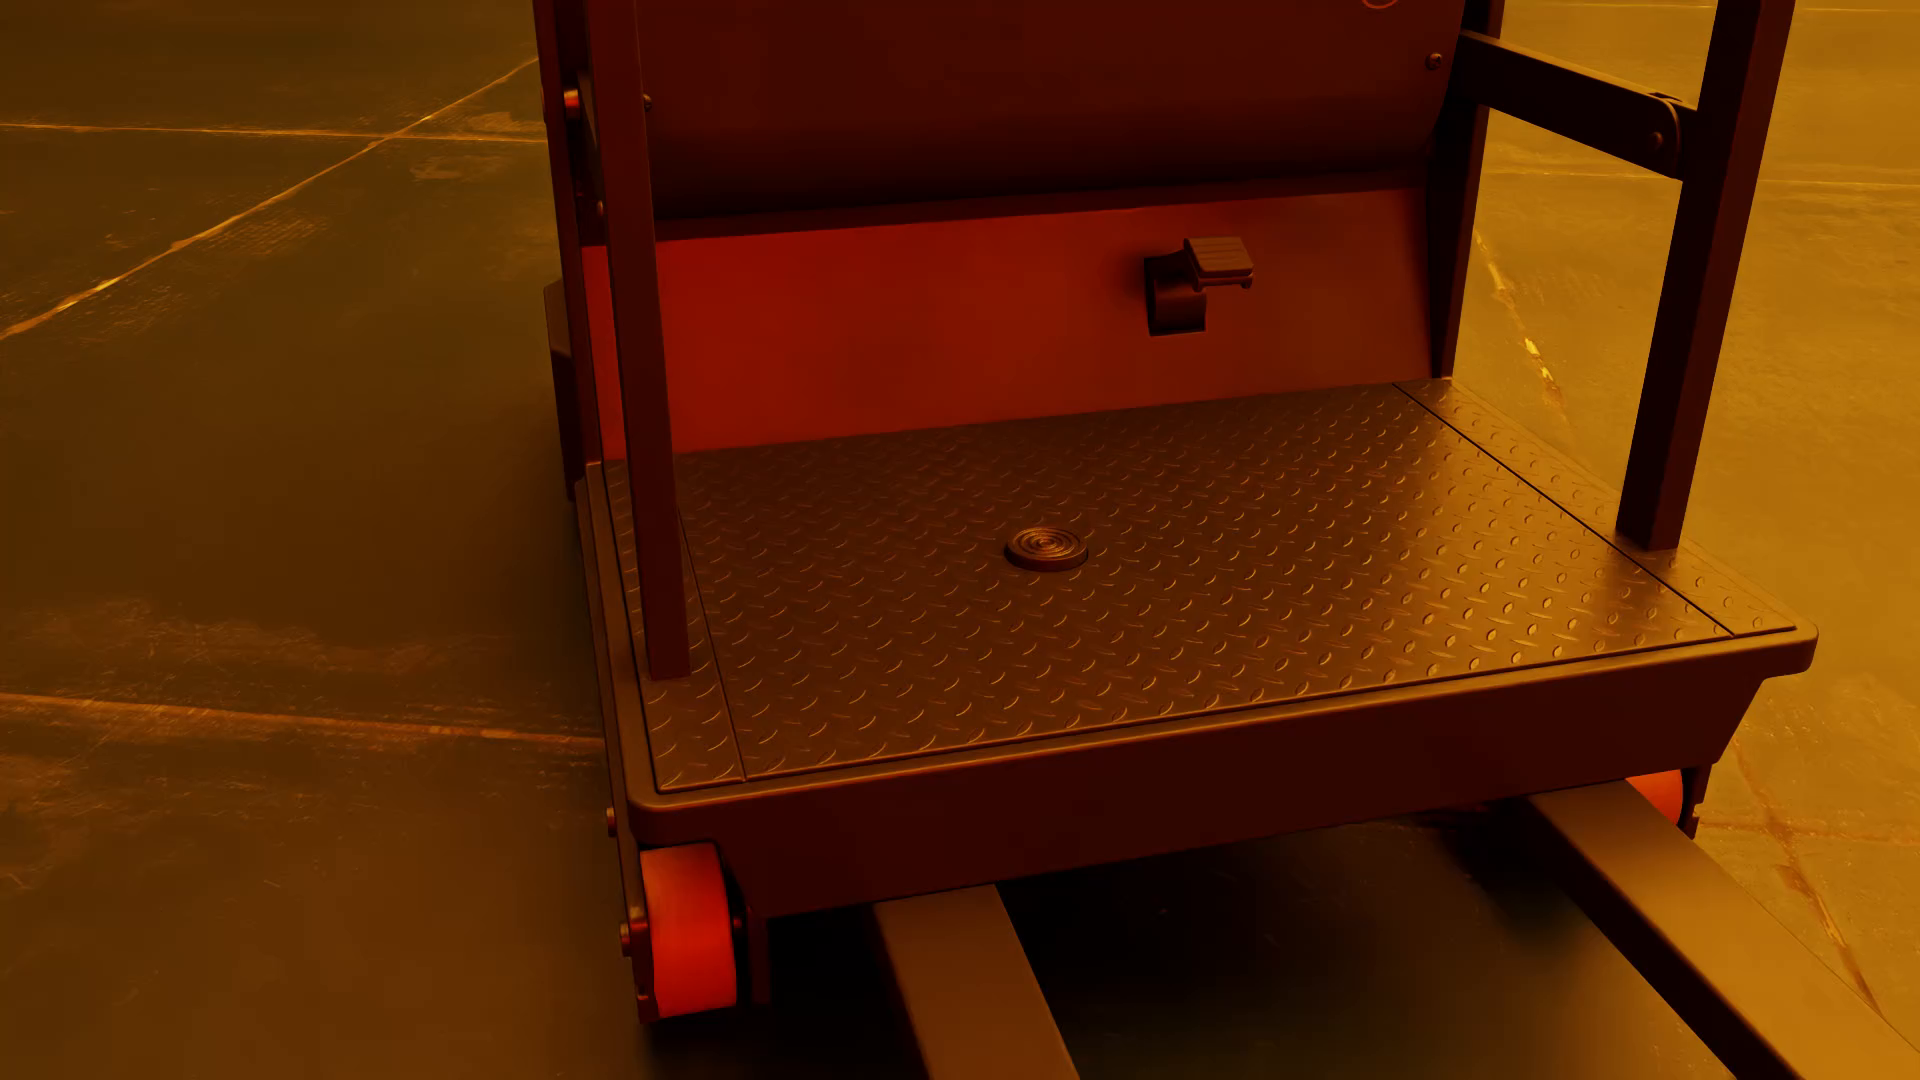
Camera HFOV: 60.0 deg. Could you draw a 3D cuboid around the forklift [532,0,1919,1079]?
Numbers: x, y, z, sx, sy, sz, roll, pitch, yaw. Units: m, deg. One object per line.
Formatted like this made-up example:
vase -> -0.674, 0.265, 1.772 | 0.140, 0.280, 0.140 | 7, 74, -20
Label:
forklift -> 0.153, -1.049, 1.319 | 1.130, 2.935, 3.031 | -7, 27, -13
